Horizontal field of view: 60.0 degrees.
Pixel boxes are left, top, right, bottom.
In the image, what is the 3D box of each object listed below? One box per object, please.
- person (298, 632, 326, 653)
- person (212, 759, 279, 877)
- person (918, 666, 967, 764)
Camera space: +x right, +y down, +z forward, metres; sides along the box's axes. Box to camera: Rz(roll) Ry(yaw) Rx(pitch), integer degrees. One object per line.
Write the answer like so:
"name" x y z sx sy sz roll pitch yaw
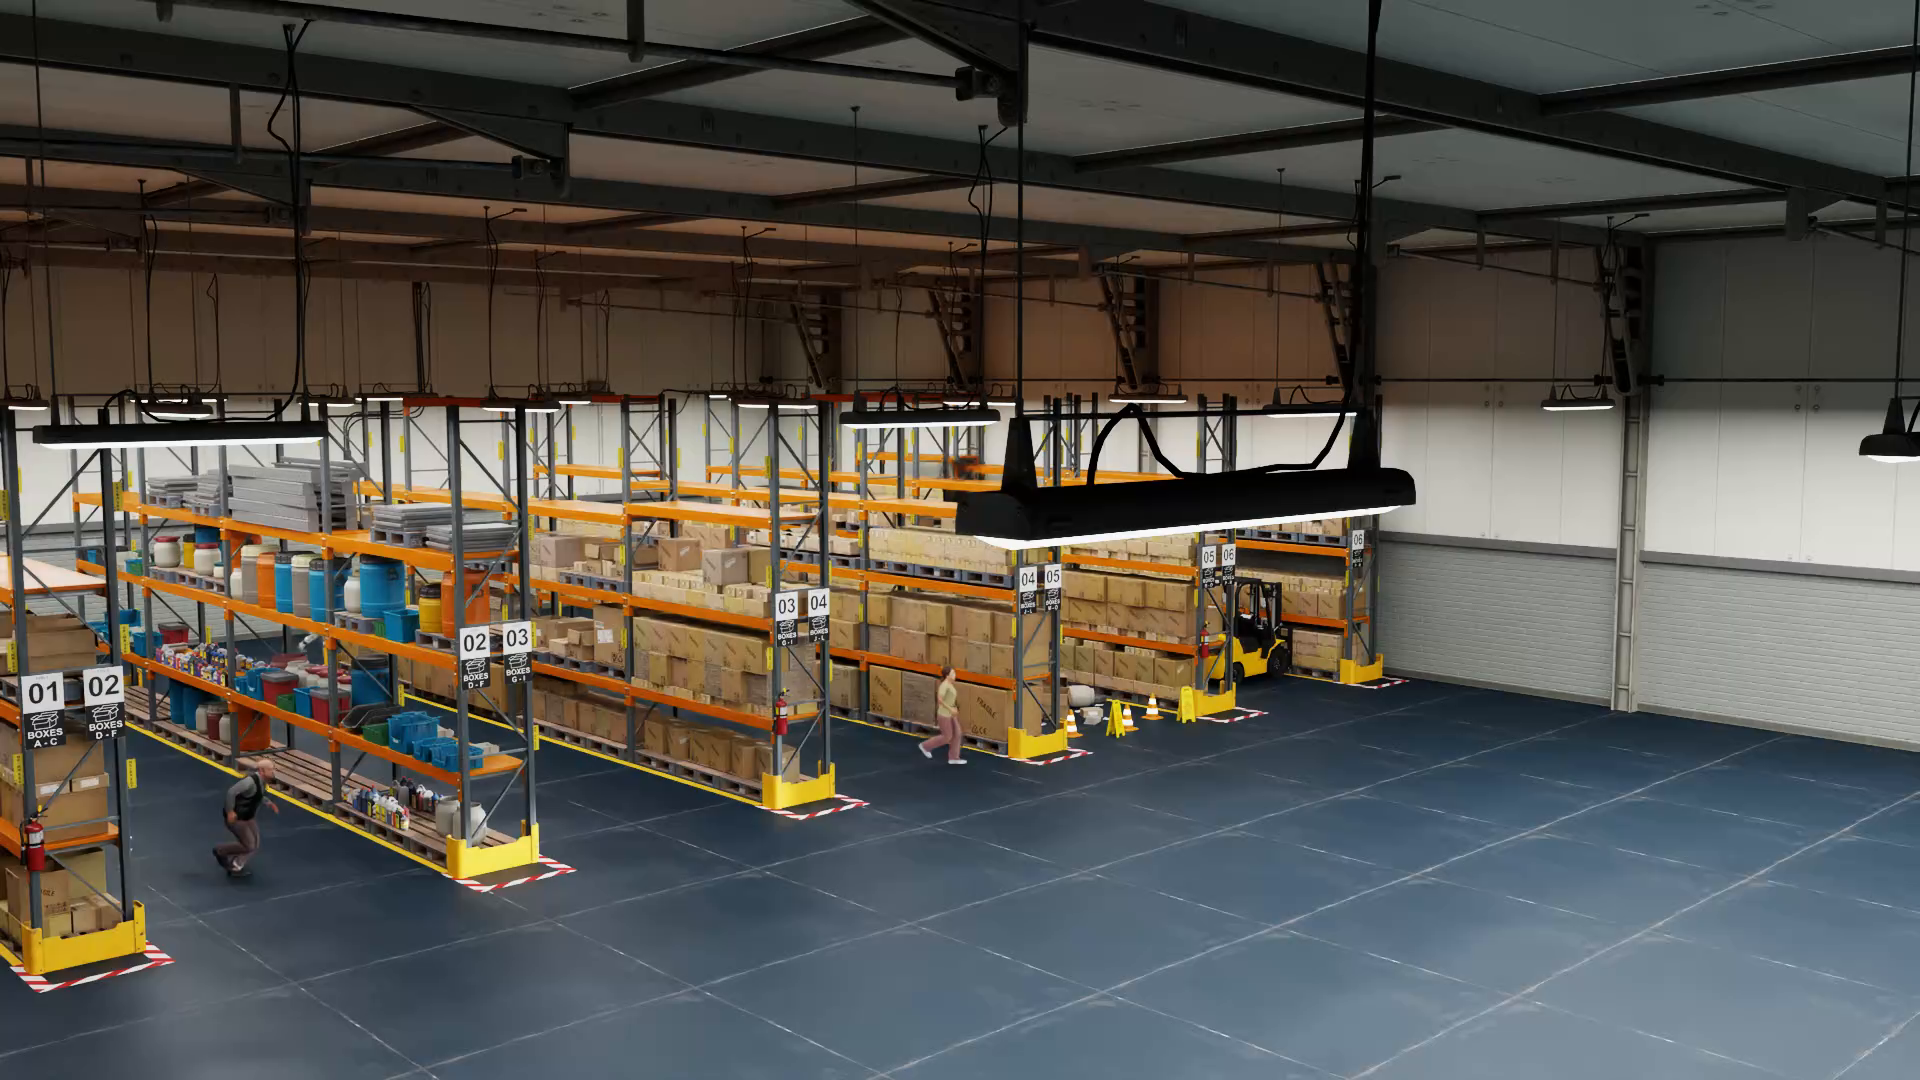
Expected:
"person" -14.685 1.886 38.161 1.211 1.544 0.676 2 6 24
"person" -9.090 3.540 21.082 0.843 1.534 0.682 0 6 5
"person" -0.283 2.878 27.347 0.804 1.630 0.600 1 6 10
